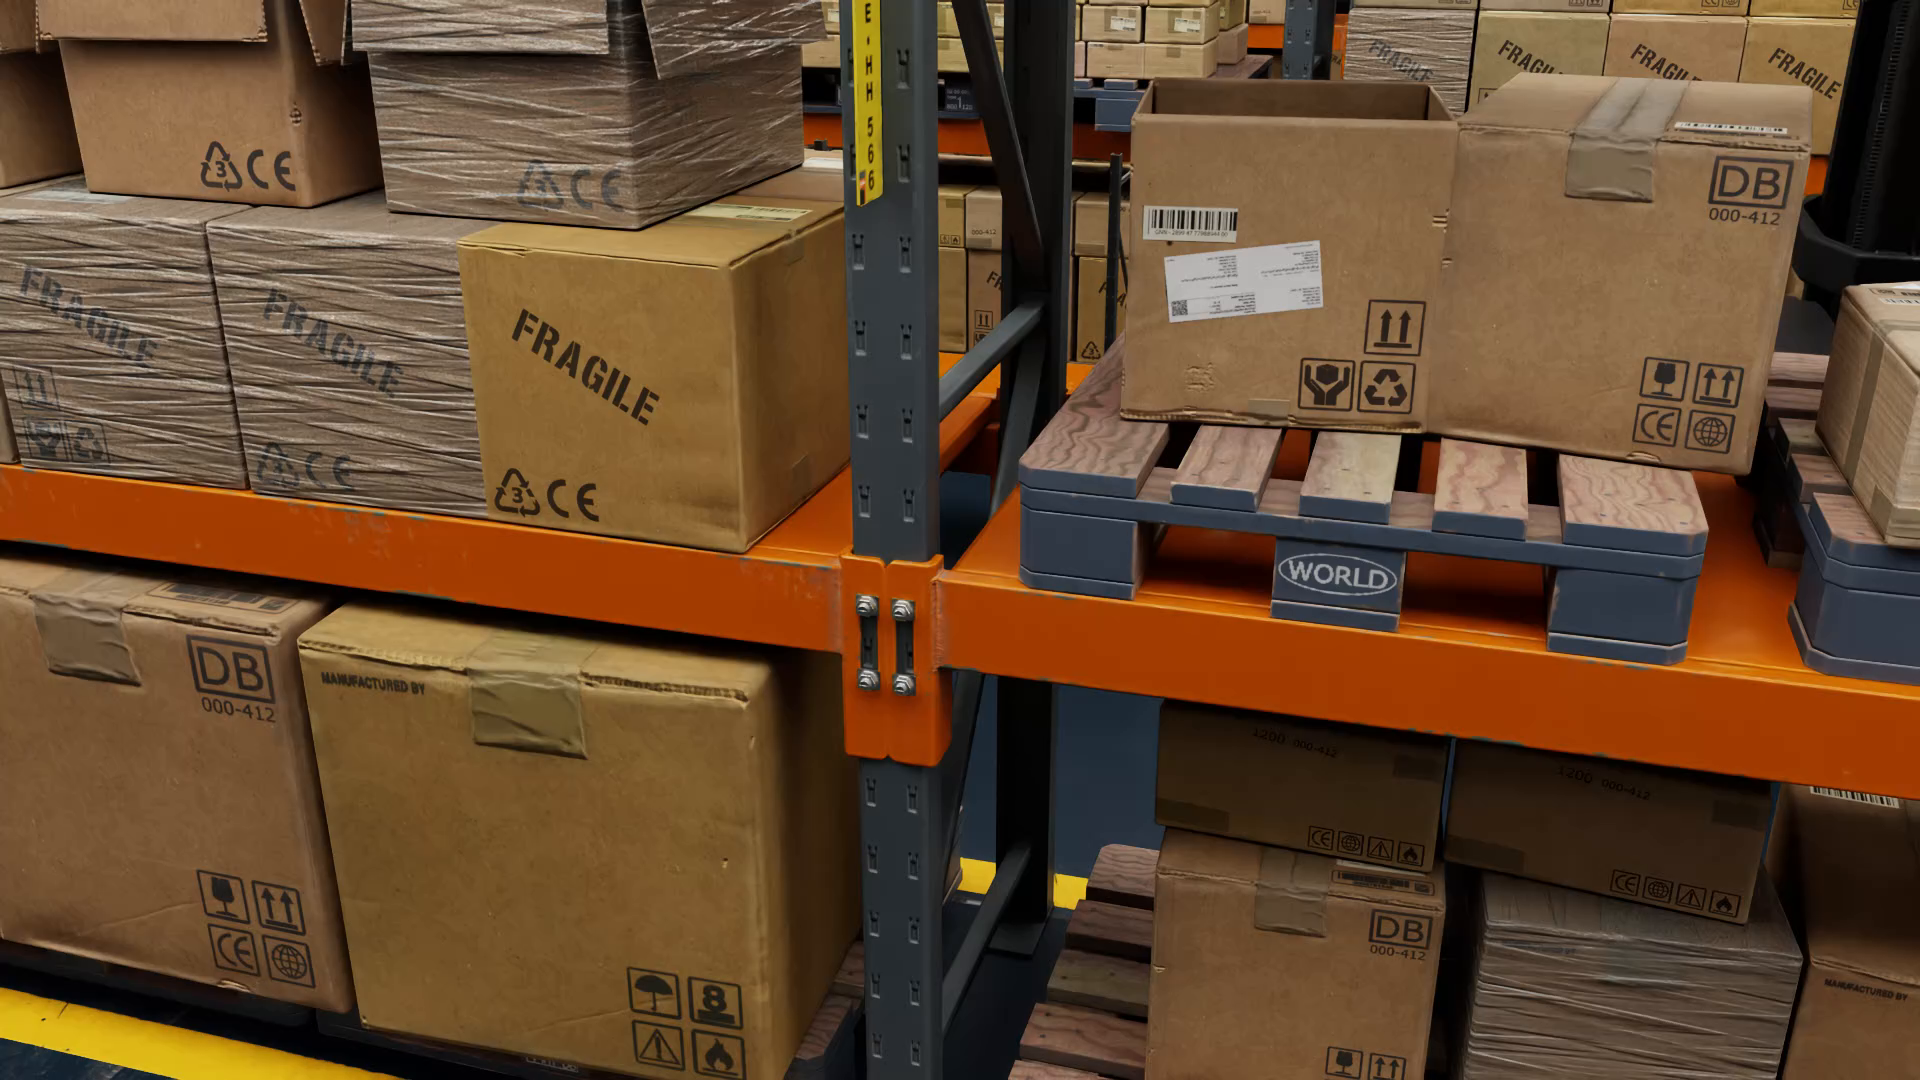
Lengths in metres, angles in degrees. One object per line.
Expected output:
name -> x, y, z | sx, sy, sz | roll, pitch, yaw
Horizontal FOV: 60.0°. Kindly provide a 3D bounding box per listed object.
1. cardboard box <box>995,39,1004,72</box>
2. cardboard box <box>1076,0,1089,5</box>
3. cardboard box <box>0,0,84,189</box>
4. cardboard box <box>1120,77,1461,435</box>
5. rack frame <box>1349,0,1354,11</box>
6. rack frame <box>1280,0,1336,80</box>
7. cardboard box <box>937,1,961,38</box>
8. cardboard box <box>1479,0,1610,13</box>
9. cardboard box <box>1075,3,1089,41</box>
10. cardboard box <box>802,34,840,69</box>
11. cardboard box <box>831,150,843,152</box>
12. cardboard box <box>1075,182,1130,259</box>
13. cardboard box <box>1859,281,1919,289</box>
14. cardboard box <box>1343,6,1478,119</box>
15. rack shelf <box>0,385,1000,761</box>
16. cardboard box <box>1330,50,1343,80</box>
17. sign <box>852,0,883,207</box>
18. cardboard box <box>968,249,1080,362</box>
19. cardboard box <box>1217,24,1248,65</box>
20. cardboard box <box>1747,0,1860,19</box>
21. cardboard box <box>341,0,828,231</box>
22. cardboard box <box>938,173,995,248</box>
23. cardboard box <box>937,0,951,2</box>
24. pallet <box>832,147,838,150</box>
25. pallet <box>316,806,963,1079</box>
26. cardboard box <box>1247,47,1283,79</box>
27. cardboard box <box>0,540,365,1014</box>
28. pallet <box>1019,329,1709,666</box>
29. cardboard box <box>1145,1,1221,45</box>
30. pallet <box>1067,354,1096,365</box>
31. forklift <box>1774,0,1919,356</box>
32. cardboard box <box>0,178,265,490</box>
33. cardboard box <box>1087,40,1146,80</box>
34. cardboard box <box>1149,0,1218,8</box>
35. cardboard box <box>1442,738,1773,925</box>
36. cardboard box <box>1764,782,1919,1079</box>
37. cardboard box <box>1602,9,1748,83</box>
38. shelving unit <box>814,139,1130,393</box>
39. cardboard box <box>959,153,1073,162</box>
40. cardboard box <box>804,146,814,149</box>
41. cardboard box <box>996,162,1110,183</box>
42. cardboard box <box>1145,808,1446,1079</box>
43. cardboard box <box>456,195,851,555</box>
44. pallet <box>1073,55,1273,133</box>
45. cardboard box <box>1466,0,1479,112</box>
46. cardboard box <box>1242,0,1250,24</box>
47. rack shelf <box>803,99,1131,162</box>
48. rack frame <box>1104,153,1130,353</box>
cardboard box -> 0.229, -2.154, 7.346 | 0.250, 0.149, 0.380 | 6, 23, 15
cardboard box -> 0.463, -2.401, 7.166 | 0.250, 0.149, 0.380 | 7, 23, 17
cardboard box -> -1.936, -1.053, 3.431 | 0.637, 0.503, 0.797 | 7, 23, 17
cardboard box -> 0.555, -0.509, 2.873 | 0.500, 0.500, 0.500 | 4, 23, 9
rack frame -> 2.889, -3.914, 11.858 | 0.127, 3.000, 1.000 | 7, 23, 16
rack frame -> 1.556, -2.104, 7.447 | 0.127, 3.000, 1.000 | 7, 23, 16
cardboard box -> -0.035, -2.321, 7.361 | 0.250, 0.149, 0.380 | 6, 23, 15
cardboard box -> 2.467, -2.505, 6.975 | 0.500, 0.500, 0.700 | 6, 23, 15
cardboard box -> 0.442, -2.265, 7.225 | 0.250, 0.149, 0.380 | 7, 23, 17
cardboard box -> -0.538, -2.240, 7.557 | 0.250, 0.149, 0.380 | 5, 23, 13
cardboard box -> -0.489, -1.823, 8.515 | 0.500, 0.250, 0.500 | 5, 23, 13
cardboard box -> 0.825, -1.468, 7.650 | 0.500, 0.250, 0.500 | 6, 23, 14
cardboard box -> 1.701, -0.360, 2.820 | 0.258, 0.266, 0.396 | 6, 23, 14
cardboard box -> 1.907, -2.003, 7.069 | 0.500, 0.500, 0.500 | 7, 23, 16
rack shelf -> -1.889, -0.199, 3.751 | 4.000, 0.370, 1.077 | 7, 23, 16
cardboard box -> 3.852, -4.723, 16.573 | 0.500, 0.500, 0.500 | 7, 23, 17
sign -> -0.131, -0.647, 2.368 | 0.005, 0.325, 0.100 | 7, 23, 16
cardboard box -> 0.354, -1.177, 7.928 | 0.500, 0.500, 0.500 | 8, 23, 18
cardboard box -> 1.186, -2.304, 7.713 | 0.250, 0.149, 0.380 | 6, 23, 15
cardboard box -> 3.448, -2.394, 6.704 | 0.500, 0.500, 0.700 | 6, 23, 15
cardboard box -> -0.669, -0.909, 3.081 | 0.637, 0.503, 0.797 | 7, 23, 17
cardboard box -> -0.144, -1.581, 7.925 | 0.500, 0.250, 0.500 | 7, 23, 17
cardboard box -> -0.022, -2.458, 7.303 | 0.250, 0.149, 0.380 | 7, 23, 16
pallet -> -1.646, -3.174, 13.729 | 1.213, 0.211, 1.003 | 7, 23, 16
pallet -> -0.707, 0.863, 3.887 | 1.213, 0.211, 1.003 | 7, 23, 16
cardboard box -> 2.251, -3.231, 12.440 | 0.875, 0.875, 0.875 | 6, 23, 15
cardboard box -> -1.480, 0.292, 3.852 | 0.875, 0.875, 1.225 | 7, 23, 16
pallet -> 0.739, -0.185, 3.021 | 1.003, 0.211, 1.213 | 7, 23, 16
cardboard box -> 0.951, -2.208, 7.087 | 0.250, 0.149, 0.380 | 7, 23, 17
pallet -> 0.808, -0.900, 8.186 | 1.213, 0.211, 1.003 | 7, 23, 16
forklift -> 3.230, -0.898, 4.597 | 3.031, 2.935, 1.130 | 7, 23, 17
cardboard box -> -1.492, -0.436, 3.248 | 0.500, 0.500, 0.500 | 6, 23, 14
cardboard box -> 0.713, -2.097, 7.207 | 0.250, 0.149, 0.380 | 6, 23, 15
cardboard box -> 0.954, -2.344, 7.027 | 0.250, 0.149, 0.380 | 6, 23, 13
cardboard box -> 1.187, 0.410, 3.044 | 0.500, 0.250, 0.500 | 9, 24, 21
cardboard box -> 1.753, 0.822, 3.028 | 0.500, 0.500, 0.700 | 9, 24, 20
cardboard box -> 2.878, -1.893, 6.800 | 0.500, 0.500, 0.500 | 7, 23, 15
shelving unit -> 0.073, -0.686, 5.965 | 1.083, 1.500, 0.587 | 7, 23, 16
cardboard box -> 0.543, -3.428, 12.921 | 0.875, 0.875, 0.875 | 7, 23, 17
cardboard box -> -1.511, -3.469, 13.597 | 0.875, 0.438, 0.875 | 6, 23, 15
cardboard box -> 0.480, -1.708, 8.233 | 0.500, 0.250, 0.500 | 6, 23, 15
cardboard box -> 0.673, 0.706, 3.310 | 0.500, 0.500, 0.700 | 5, 23, 13
cardboard box -> -0.518, -0.323, 2.974 | 0.500, 0.500, 0.500 | 7, 23, 17
pallet -> 0.843, -2.055, 7.579 | 1.003, 0.211, 1.213 | 7, 23, 16
cardboard box -> 2.541, -2.143, 7.411 | 0.500, 0.500, 0.500 | 7, 23, 16
cardboard box -> 1.836, -3.856, 11.914 | 0.500, 0.250, 0.500 | 7, 23, 16
rack shelf -> -0.359, -1.990, 8.118 | 4.000, 0.370, 1.077 | 7, 23, 16
rack frame -> 0.568, -0.629, 5.827 | 0.032, 1.500, 0.500 | 7, 23, 16
